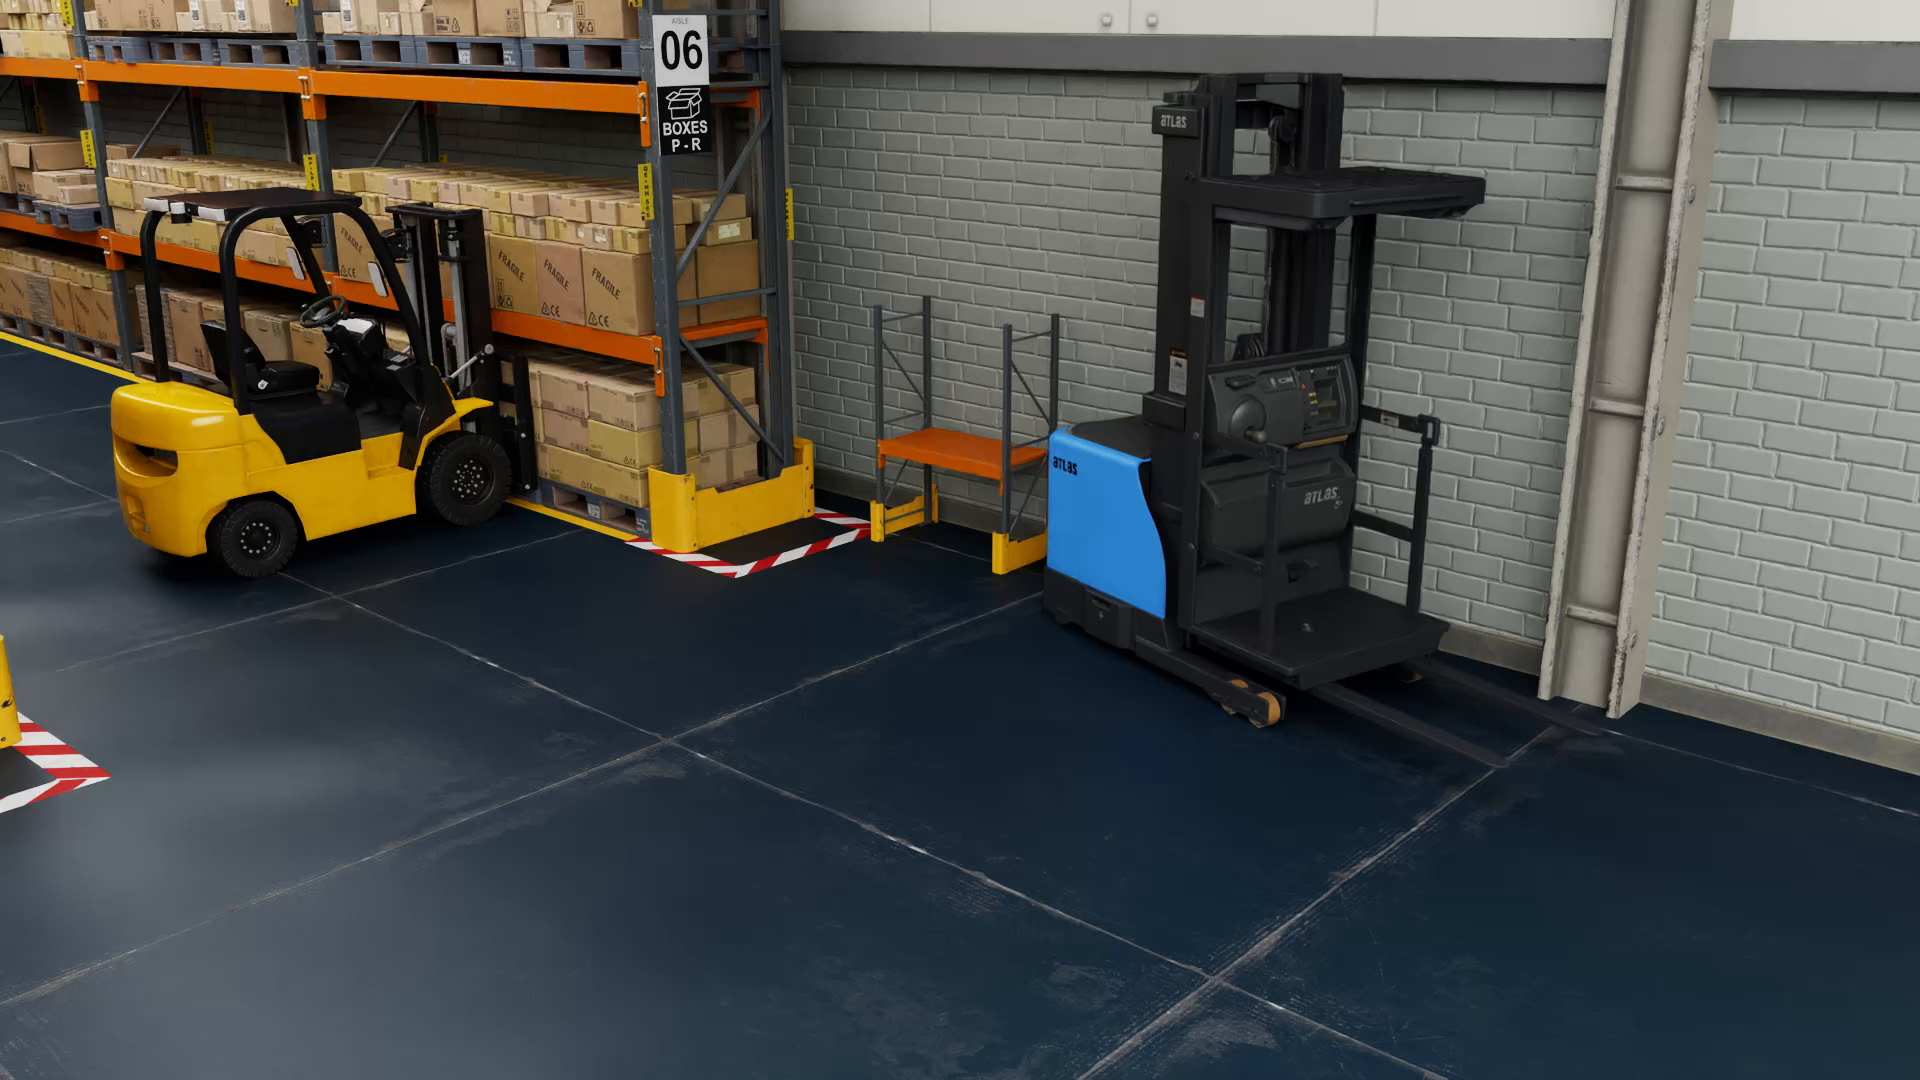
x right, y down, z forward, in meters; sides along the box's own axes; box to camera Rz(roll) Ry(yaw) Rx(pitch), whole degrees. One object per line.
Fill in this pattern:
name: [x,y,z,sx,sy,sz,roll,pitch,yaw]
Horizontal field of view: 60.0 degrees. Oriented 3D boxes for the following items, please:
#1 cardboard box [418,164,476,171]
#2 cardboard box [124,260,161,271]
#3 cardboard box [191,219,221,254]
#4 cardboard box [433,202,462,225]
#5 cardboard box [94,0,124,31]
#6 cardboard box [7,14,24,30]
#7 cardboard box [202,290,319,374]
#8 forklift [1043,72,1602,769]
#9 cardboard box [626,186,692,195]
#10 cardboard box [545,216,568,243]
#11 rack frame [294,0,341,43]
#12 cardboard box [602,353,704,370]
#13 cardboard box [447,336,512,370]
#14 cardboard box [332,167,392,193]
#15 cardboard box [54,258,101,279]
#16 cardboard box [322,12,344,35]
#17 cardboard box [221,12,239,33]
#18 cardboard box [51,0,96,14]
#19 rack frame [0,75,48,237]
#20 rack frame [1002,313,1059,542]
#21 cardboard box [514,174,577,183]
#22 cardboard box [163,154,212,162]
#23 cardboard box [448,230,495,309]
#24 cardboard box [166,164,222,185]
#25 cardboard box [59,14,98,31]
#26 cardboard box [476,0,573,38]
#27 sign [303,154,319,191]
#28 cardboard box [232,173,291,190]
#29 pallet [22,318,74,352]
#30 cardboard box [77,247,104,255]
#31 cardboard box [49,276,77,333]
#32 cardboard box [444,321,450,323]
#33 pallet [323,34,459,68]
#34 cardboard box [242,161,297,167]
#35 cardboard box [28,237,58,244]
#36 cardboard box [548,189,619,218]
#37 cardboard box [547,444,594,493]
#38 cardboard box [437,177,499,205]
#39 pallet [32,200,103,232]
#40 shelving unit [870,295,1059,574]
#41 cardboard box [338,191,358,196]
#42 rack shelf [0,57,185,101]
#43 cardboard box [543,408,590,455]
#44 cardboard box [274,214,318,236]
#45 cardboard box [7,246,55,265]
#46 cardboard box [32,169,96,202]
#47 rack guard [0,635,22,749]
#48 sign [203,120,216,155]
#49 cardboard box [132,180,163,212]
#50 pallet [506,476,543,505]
cardboard box: [-3.873,-2.758,12.614,0.250,0.149,0.380,14,23,38]
cardboard box: [-8.068,-2.702,16.533,0.250,0.149,0.380,15,23,40]
cardboard box: [-6.146,-2.594,14.073,0.500,0.250,0.500,16,24,41]
cardboard box: [-3.471,-2.285,11.614,0.250,0.149,0.380,14,22,38]
cardboard box: [-7.085,-4.643,14.298,0.500,0.500,0.500,15,23,40]
cardboard box: [-8.835,-4.947,15.871,0.250,0.149,0.380,16,24,41]
cardboard box: [-6.010,-1.793,14.535,0.625,0.625,0.875,14,22,37]
forklift: [1.691,-0.676,7.897,1.130,2.935,3.031,-11,21,-32]
cardboard box: [-1.971,-2.236,10.969,0.250,0.149,0.380,16,23,40]
cardboard box: [-2.469,-2.038,10.836,0.250,0.149,0.380,15,23,39]
rack frame: [-4.473,-5.174,12.039,0.127,3.000,1.000,15,23,39]
cardboard box: [-2.091,-1.117,11.370,0.500,0.250,0.500,15,23,39]
cardboard box: [-3.564,-1.311,11.981,0.500,0.250,0.500,16,24,41]
cardboard box: [-4.432,-2.682,12.375,0.250,0.149,0.380,16,23,40]
cardboard box: [-8.749,-2.702,16.531,0.250,0.149,0.380,15,23,38]
cardboard box: [-4.339,-3.714,11.952,0.250,0.149,0.380,16,23,40]
cardboard box: [-5.497,-4.025,12.932,0.250,0.149,0.380,15,23,39]
cardboard box: [-7.918,-4.810,14.948,0.250,0.149,0.380,16,24,41]
rack frame: [-10.457,-3.921,18.008,0.127,3.000,1.000,15,23,39]
rack frame: [0.421,-0.578,9.955,0.032,1.500,0.500,14,23,38]
cardboard box: [-2.929,-2.495,11.786,0.250,0.149,0.380,16,24,41]
cardboard box: [-7.087,-3.455,15.303,0.250,0.149,0.380,16,24,41]
cardboard box: [-3.172,-1.906,11.494,0.500,0.500,0.500,15,23,40]
cardboard box: [-6.600,-3.152,14.346,0.250,0.149,0.380,15,23,40]
cardboard box: [-7.890,-4.683,15.039,0.250,0.149,0.380,16,23,40]
cardboard box: [-2.674,-3.499,10.694,0.500,0.500,0.700,15,23,40]
sign: [-4.826,-2.704,12.391,0.005,0.325,0.100,15,23,39]
cardboard box: [-5.668,-2.888,13.516,0.250,0.149,0.380,14,23,38]
pallet: [-8.906,-2.192,17.171,1.213,0.211,1.003,15,23,39]
cardboard box: [-8.993,-2.980,17.409,0.250,0.149,0.380,15,23,40]
cardboard box: [-8.684,-2.370,16.560,0.500,0.500,0.500,16,24,42]
cardboard box: [-3.977,-1.626,12.974,0.500,0.250,0.500,16,23,40]
pallet: [-3.818,-3.537,11.985,1.213,0.211,1.003,15,23,39]
cardboard box: [-6.048,-3.227,14.585,0.250,0.149,0.380,15,23,38]
cardboard box: [-9.990,-3.230,18.197,0.250,0.149,0.380,14,22,37]
cardboard box: [-2.445,-2.190,10.825,0.250,0.149,0.380,15,23,40]
cardboard box: [-2.408,-0.526,11.162,0.500,0.250,0.500,15,23,39]
cardboard box: [-3.415,-2.442,11.617,0.250,0.149,0.380,15,23,39]
pallet: [-8.018,-3.147,15.885,1.003,0.211,1.213,15,23,39]
shelving unit: [0.025,-0.679,10.272,1.083,1.500,0.587,14,23,38]
cardboard box: [-4.409,-2.548,12.444,0.250,0.149,0.380,15,23,38]
rack shelf: [-8.961,-4.606,16.398,4.000,0.370,1.077,15,23,39]
cardboard box: [-2.421,-0.770,11.103,0.500,0.250,0.500,15,23,39]
cardboard box: [-5.010,-2.522,13.022,0.500,0.250,0.500,14,23,38]
cardboard box: [-9.693,-2.968,17.370,0.250,0.149,0.380,15,23,38]
cardboard box: [-8.469,-3.385,15.873,0.500,0.250,0.500,14,22,37]
rack guard: [-4.830,0.788,7.301,0.348,0.500,1.175,15,23,39]
sign: [-7.099,-3.796,15.700,0.005,0.325,0.100,15,23,39]
cardboard box: [-6.921,-3.040,14.652,0.500,0.250,0.500,16,24,41]
pallet: [-2.989,-0.572,12.064,1.213,0.211,1.003,15,23,39]
